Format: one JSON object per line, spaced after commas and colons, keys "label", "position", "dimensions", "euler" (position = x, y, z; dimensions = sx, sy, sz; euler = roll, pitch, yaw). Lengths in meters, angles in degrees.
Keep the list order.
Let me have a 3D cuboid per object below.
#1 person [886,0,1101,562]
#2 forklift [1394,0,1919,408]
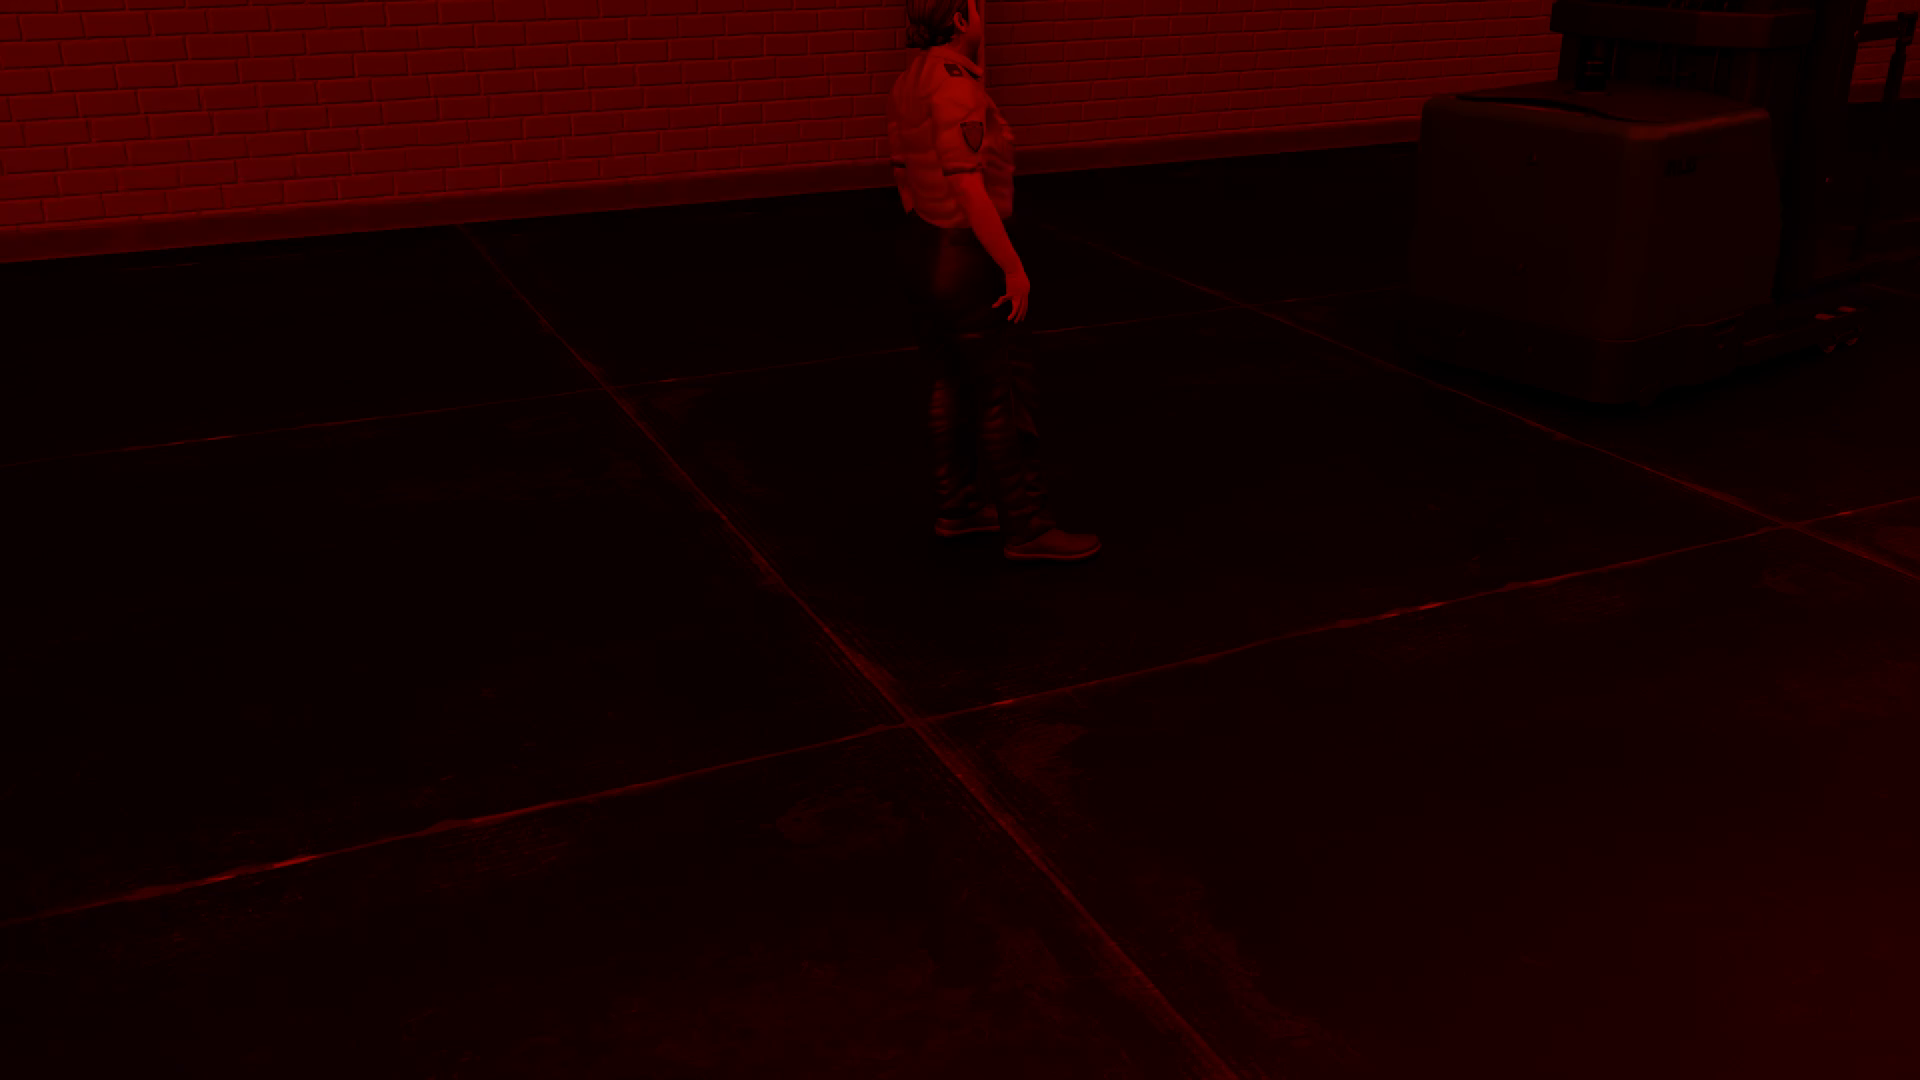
{"label": "person", "position": [0.091, -0.774, 4.804], "dimensions": [0.502, 1.651, 0.598], "euler": [-10, 25, -23]}
{"label": "forklift", "position": [3.260, -2.284, 6.783], "dimensions": [3.031, 2.935, 1.130], "euler": [-17, 28, -34]}
